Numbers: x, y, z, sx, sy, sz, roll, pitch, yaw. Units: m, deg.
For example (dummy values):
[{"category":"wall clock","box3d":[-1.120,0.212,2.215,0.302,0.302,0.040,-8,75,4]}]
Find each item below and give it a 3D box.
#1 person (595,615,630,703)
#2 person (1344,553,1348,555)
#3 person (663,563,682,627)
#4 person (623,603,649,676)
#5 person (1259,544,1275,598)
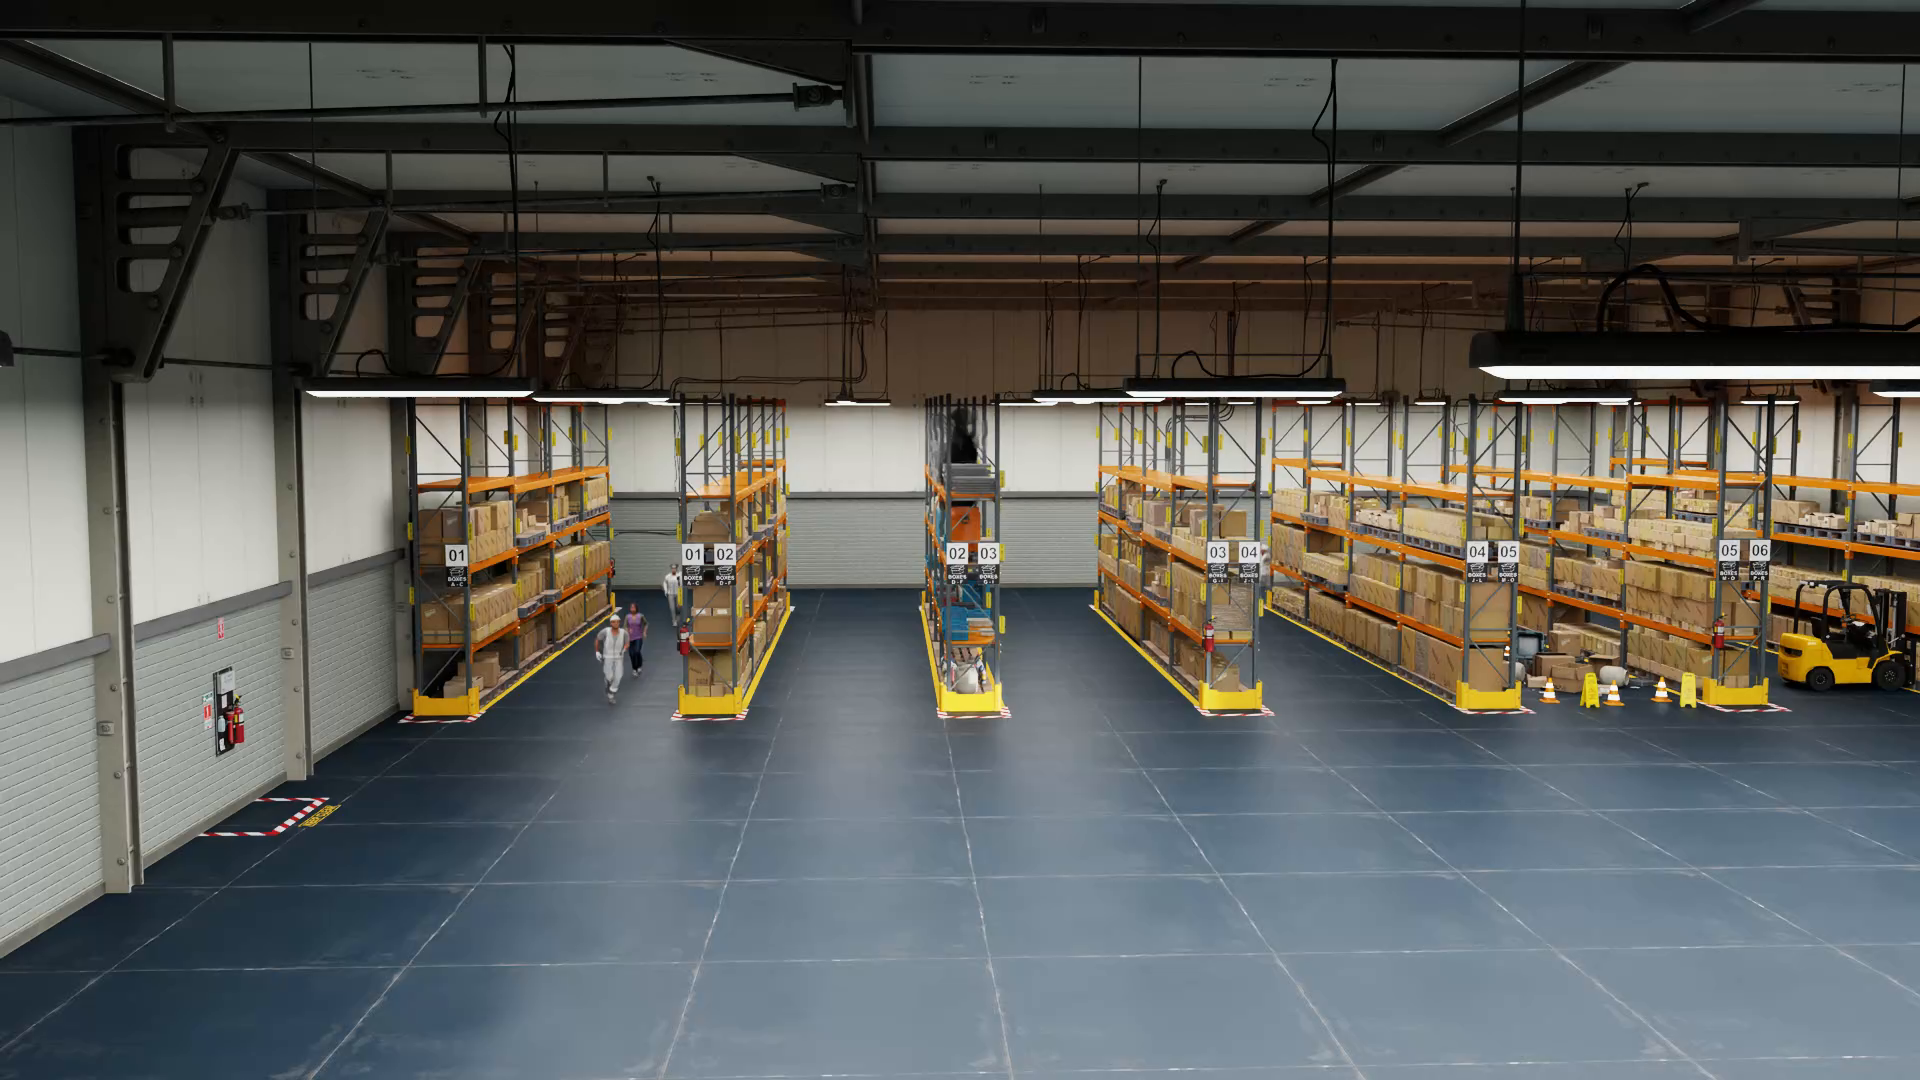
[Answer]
[{"category":"person","box3d":[-6.723,2.312,32.264,0.660,1.731,0.637,-2,5,-20]},{"category":"person","box3d":[11.642,0.992,50.172,0.711,1.573,0.533,-1,5,-18]},{"category":"person","box3d":[-7.530,1.431,43.824,0.613,1.659,0.678,-1,5,-7]},{"category":"person","box3d":[-6.921,2.122,35.419,0.510,1.570,0.636,0,5,-1]},{"category":"person","box3d":[8.951,0.993,49.029,0.921,1.761,0.790,-1,5,-7]}]
